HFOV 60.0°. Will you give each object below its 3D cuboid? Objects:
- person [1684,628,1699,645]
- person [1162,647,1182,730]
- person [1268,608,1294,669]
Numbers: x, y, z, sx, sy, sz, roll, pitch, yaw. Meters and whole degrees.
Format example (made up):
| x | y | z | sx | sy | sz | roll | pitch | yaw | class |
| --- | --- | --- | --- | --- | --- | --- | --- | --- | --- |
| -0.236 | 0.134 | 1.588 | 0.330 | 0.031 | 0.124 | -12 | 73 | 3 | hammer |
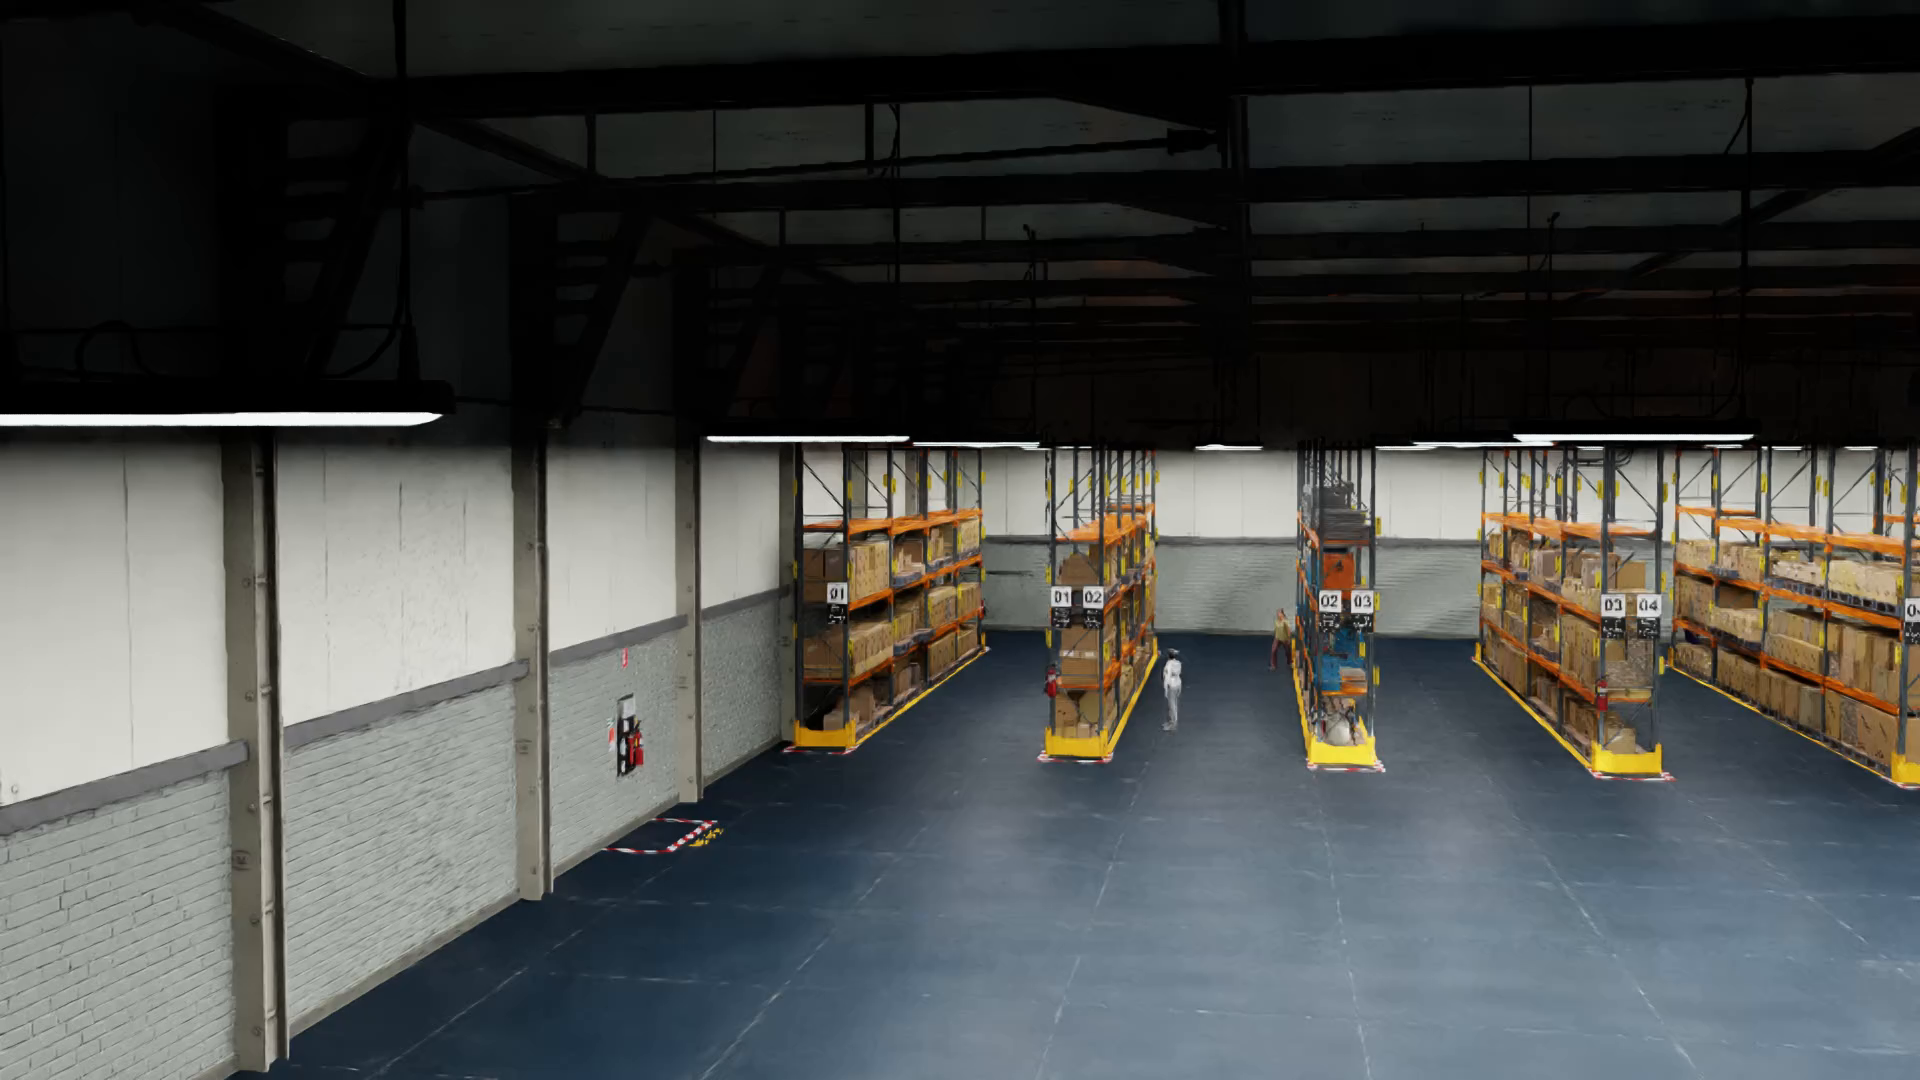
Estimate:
| x | y | z | sx | sy | sz | roll | pitch | yaw | class |
| --- | --- | --- | --- | --- | --- | --- | --- | --- | --- |
| 20.161 | 2.480 | 45.677 | 0.430 | 1.641 | 0.658 | -1 | 3 | -19 | person |
| 4.337 | 3.060 | 34.297 | 0.455 | 1.677 | 0.525 | 3 | 4 | 41 | person |
| 8.502 | 2.597 | 43.866 | 0.488 | 1.611 | 0.959 | 2 | 4 | 32 | person |
